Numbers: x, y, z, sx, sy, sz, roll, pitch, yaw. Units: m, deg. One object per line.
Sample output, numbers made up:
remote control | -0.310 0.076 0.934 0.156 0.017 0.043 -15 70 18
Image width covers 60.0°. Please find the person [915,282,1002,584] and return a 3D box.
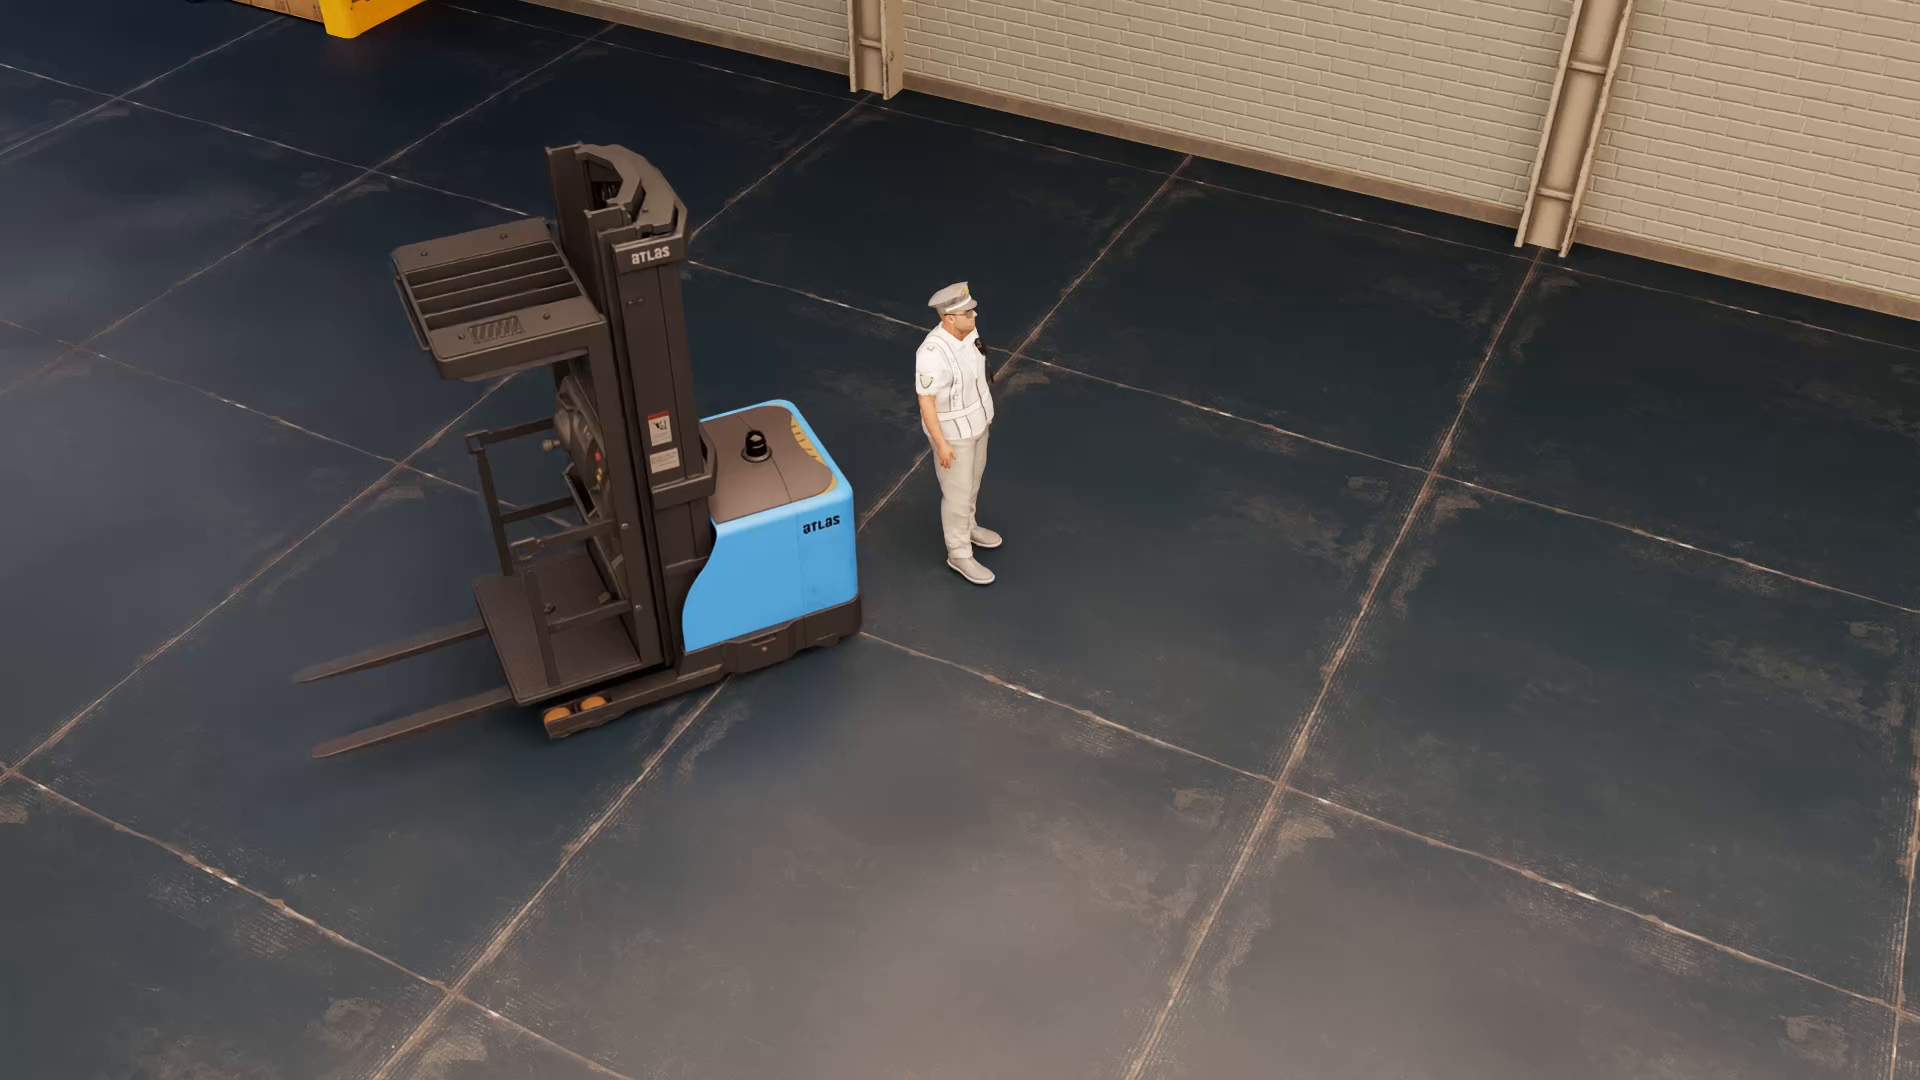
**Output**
person | 0.064 -0.658 9.647 0.574 1.781 0.641 18 43 21

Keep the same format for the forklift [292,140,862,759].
forklift | -2.121 -0.441 8.510 3.031 2.935 1.130 -17 43 -19
